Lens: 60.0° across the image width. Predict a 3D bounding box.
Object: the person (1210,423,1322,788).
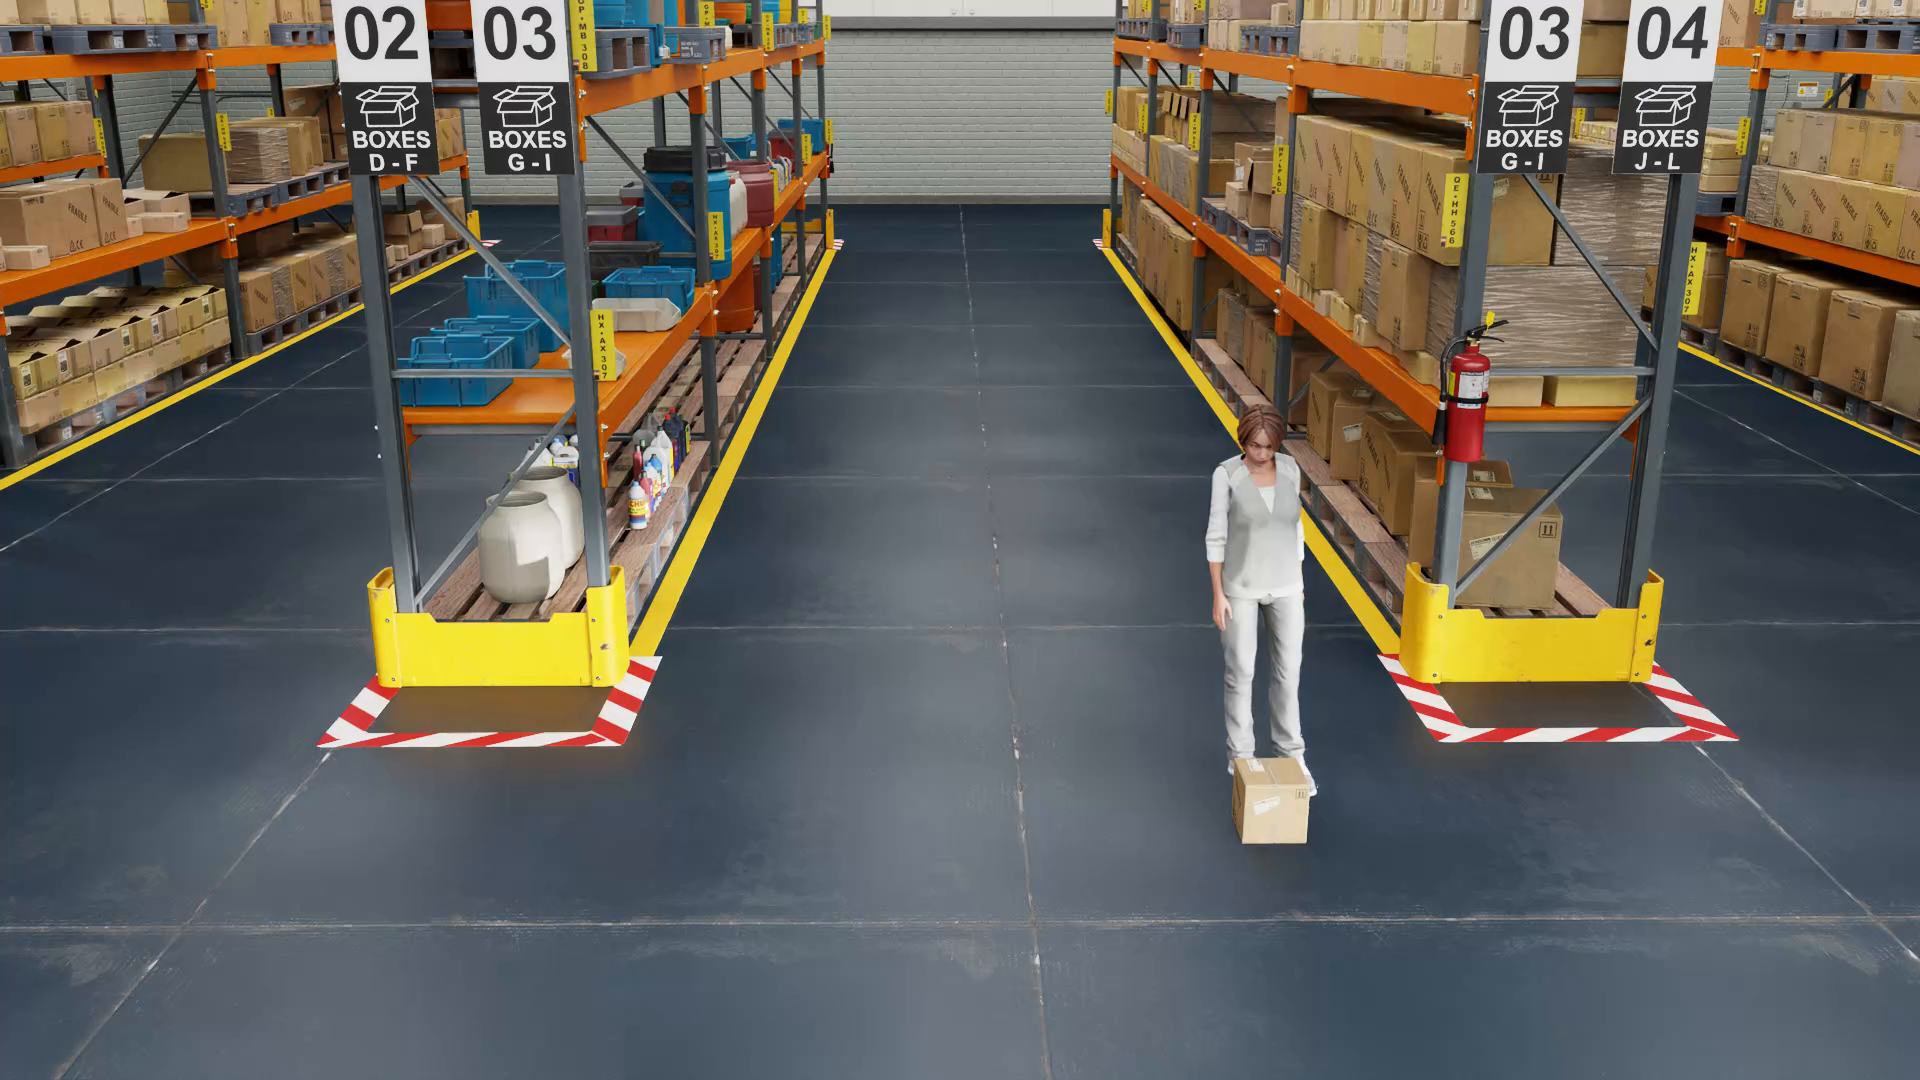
[{"bbox_3d":[1.248,0.273,6.800,0.426,1.542,0.382,0,17,1],"label":"person"}]
